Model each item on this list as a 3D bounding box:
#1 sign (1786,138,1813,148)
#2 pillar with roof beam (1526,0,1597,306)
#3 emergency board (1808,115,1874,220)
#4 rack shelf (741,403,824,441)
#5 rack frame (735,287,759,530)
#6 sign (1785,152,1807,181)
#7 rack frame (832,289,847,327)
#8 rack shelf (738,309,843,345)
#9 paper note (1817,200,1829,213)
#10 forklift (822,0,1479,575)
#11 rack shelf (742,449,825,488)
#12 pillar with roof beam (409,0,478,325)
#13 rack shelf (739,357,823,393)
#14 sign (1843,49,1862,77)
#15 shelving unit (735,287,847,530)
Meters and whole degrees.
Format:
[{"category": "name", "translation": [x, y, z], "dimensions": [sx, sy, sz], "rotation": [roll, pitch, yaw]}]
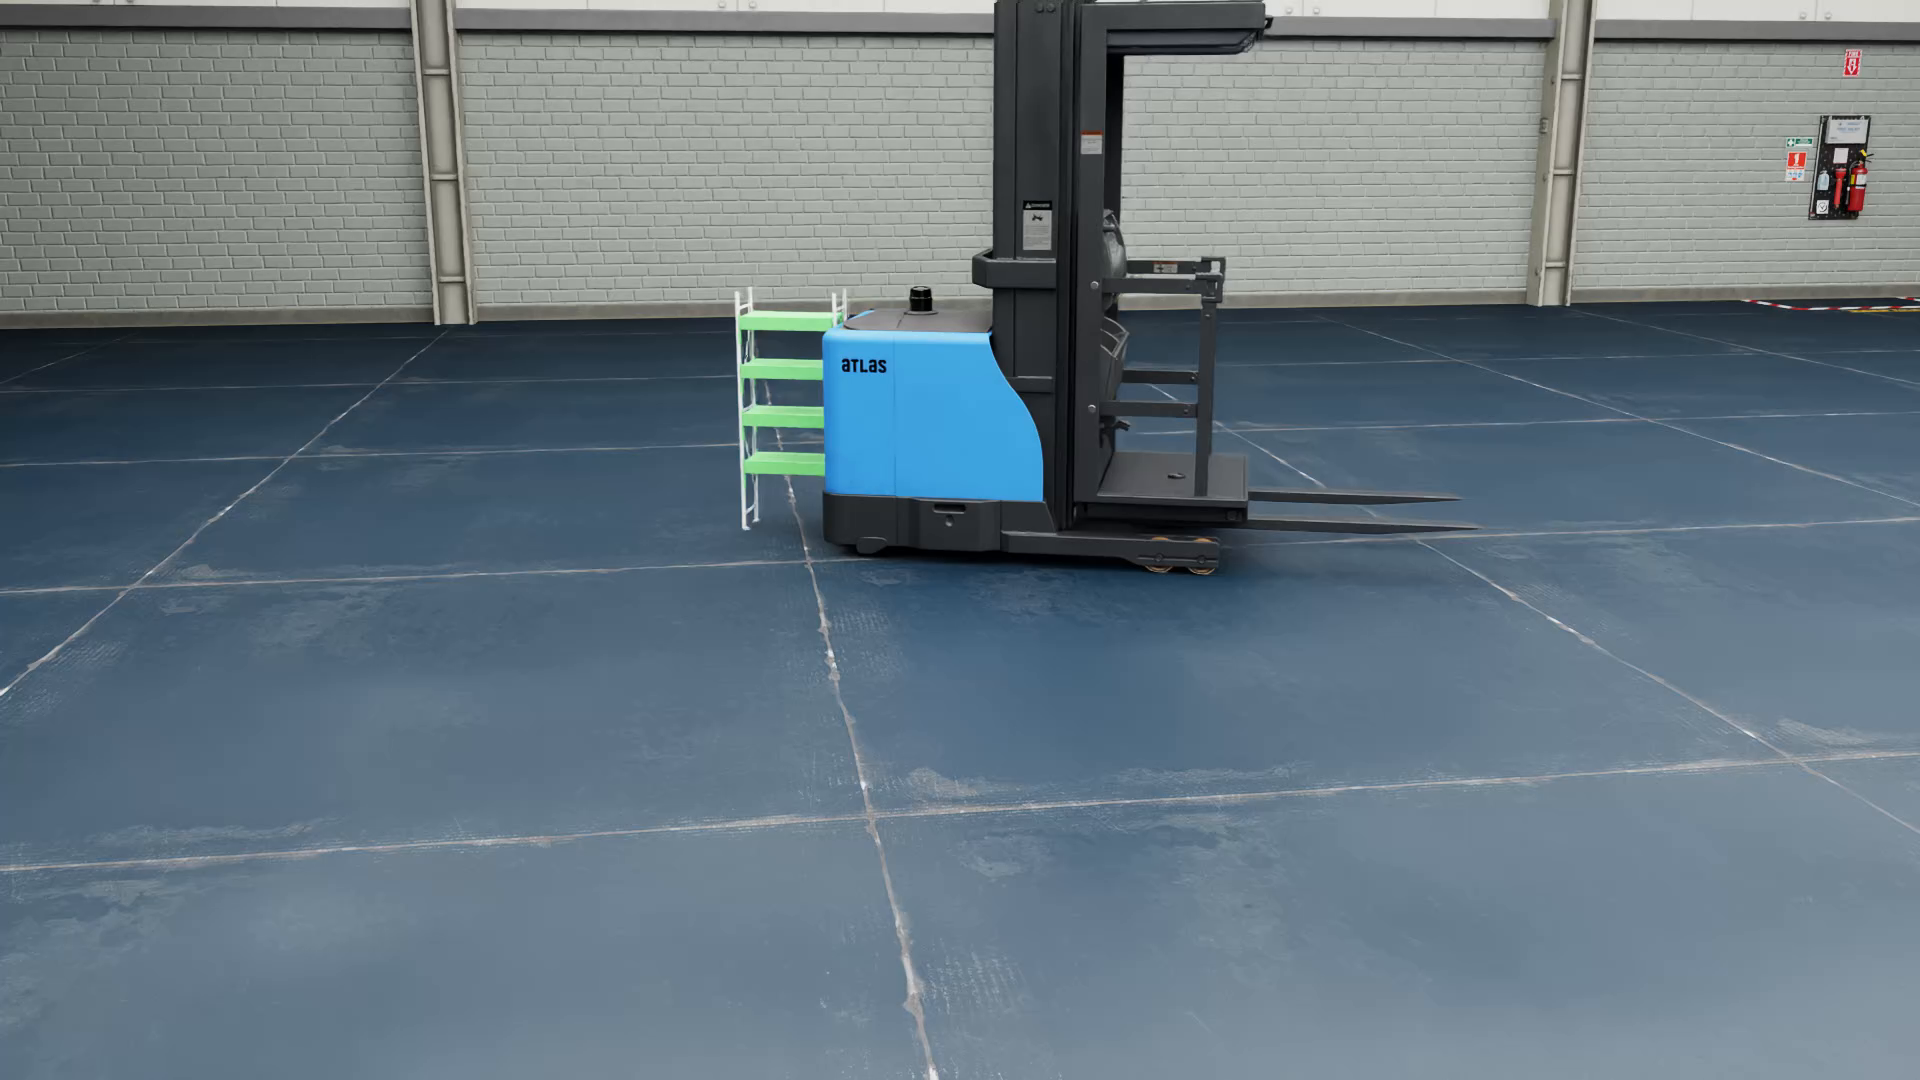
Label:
[{"category": "sign", "translation": [9.599, -4.543, 19.009], "dimensions": [0.331, 0.109, 0.001], "rotation": [-2, 14, -8]}, {"category": "pillar with roof beam", "translation": [7.313, -6.004, 13.661], "dimensions": [0.400, 9.000, 9.100], "rotation": [-2, 14, -8]}, {"category": "emergency board", "translation": [10.155, -4.266, 19.067], "dimensions": [0.643, 1.169, 0.194], "rotation": [-2, 14, -8]}, {"category": "rack shelf", "translation": [-0.832, -0.588, 8.362], "dimensions": [0.480, 0.148, 0.258], "rotation": [2, 14, 9]}, {"category": "rack frame", "translation": [-1.073, -0.660, 8.386], "dimensions": [0.015, 1.200, 0.240], "rotation": [2, 14, 9]}, {"category": "sign", "translation": [9.593, -4.288, 19.081], "dimensions": [0.234, 0.329, 0.001], "rotation": [-2, 14, -8]}, {"category": "rack frame", "translation": [-0.592, -0.640, 8.308], "dimensions": [0.015, 1.200, 0.240], "rotation": [2, 14, 9]}, {"category": "rack shelf", "translation": [-0.832, -1.054, 8.246], "dimensions": [0.480, 0.148, 0.258], "rotation": [2, 14, 9]}, {"category": "paper note", "translation": [9.970, -3.849, 19.215], "dimensions": [0.142, 0.148, 0.016], "rotation": [-2, 14, -8]}, {"category": "forklift", "translation": [0.912, -1.401, 7.784], "dimensions": [3.031, 2.935, 1.130], "rotation": [2, 14, 9]}, {"category": "rack shelf", "translation": [-0.832, -0.355, 8.421], "dimensions": [0.480, 0.148, 0.258], "rotation": [2, 14, 9]}, {"category": "pillar with roof beam", "translation": [-4.553, -5.569, 11.927], "dimensions": [0.400, 9.000, 9.100], "rotation": [-2, 14, -8]}, {"category": "rack shelf", "translation": [-0.832, -0.821, 8.304], "dimensions": [0.480, 0.148, 0.258], "rotation": [2, 14, 9]}, {"category": "sign", "translation": [10.133, -5.414, 18.879], "dimensions": [0.199, 0.298, 0.001], "rotation": [-2, 14, -8]}, {"category": "shelving unit", "translation": [-0.832, -0.650, 8.347], "dimensions": [0.503, 1.200, 0.258], "rotation": [2, 14, 9]}]
